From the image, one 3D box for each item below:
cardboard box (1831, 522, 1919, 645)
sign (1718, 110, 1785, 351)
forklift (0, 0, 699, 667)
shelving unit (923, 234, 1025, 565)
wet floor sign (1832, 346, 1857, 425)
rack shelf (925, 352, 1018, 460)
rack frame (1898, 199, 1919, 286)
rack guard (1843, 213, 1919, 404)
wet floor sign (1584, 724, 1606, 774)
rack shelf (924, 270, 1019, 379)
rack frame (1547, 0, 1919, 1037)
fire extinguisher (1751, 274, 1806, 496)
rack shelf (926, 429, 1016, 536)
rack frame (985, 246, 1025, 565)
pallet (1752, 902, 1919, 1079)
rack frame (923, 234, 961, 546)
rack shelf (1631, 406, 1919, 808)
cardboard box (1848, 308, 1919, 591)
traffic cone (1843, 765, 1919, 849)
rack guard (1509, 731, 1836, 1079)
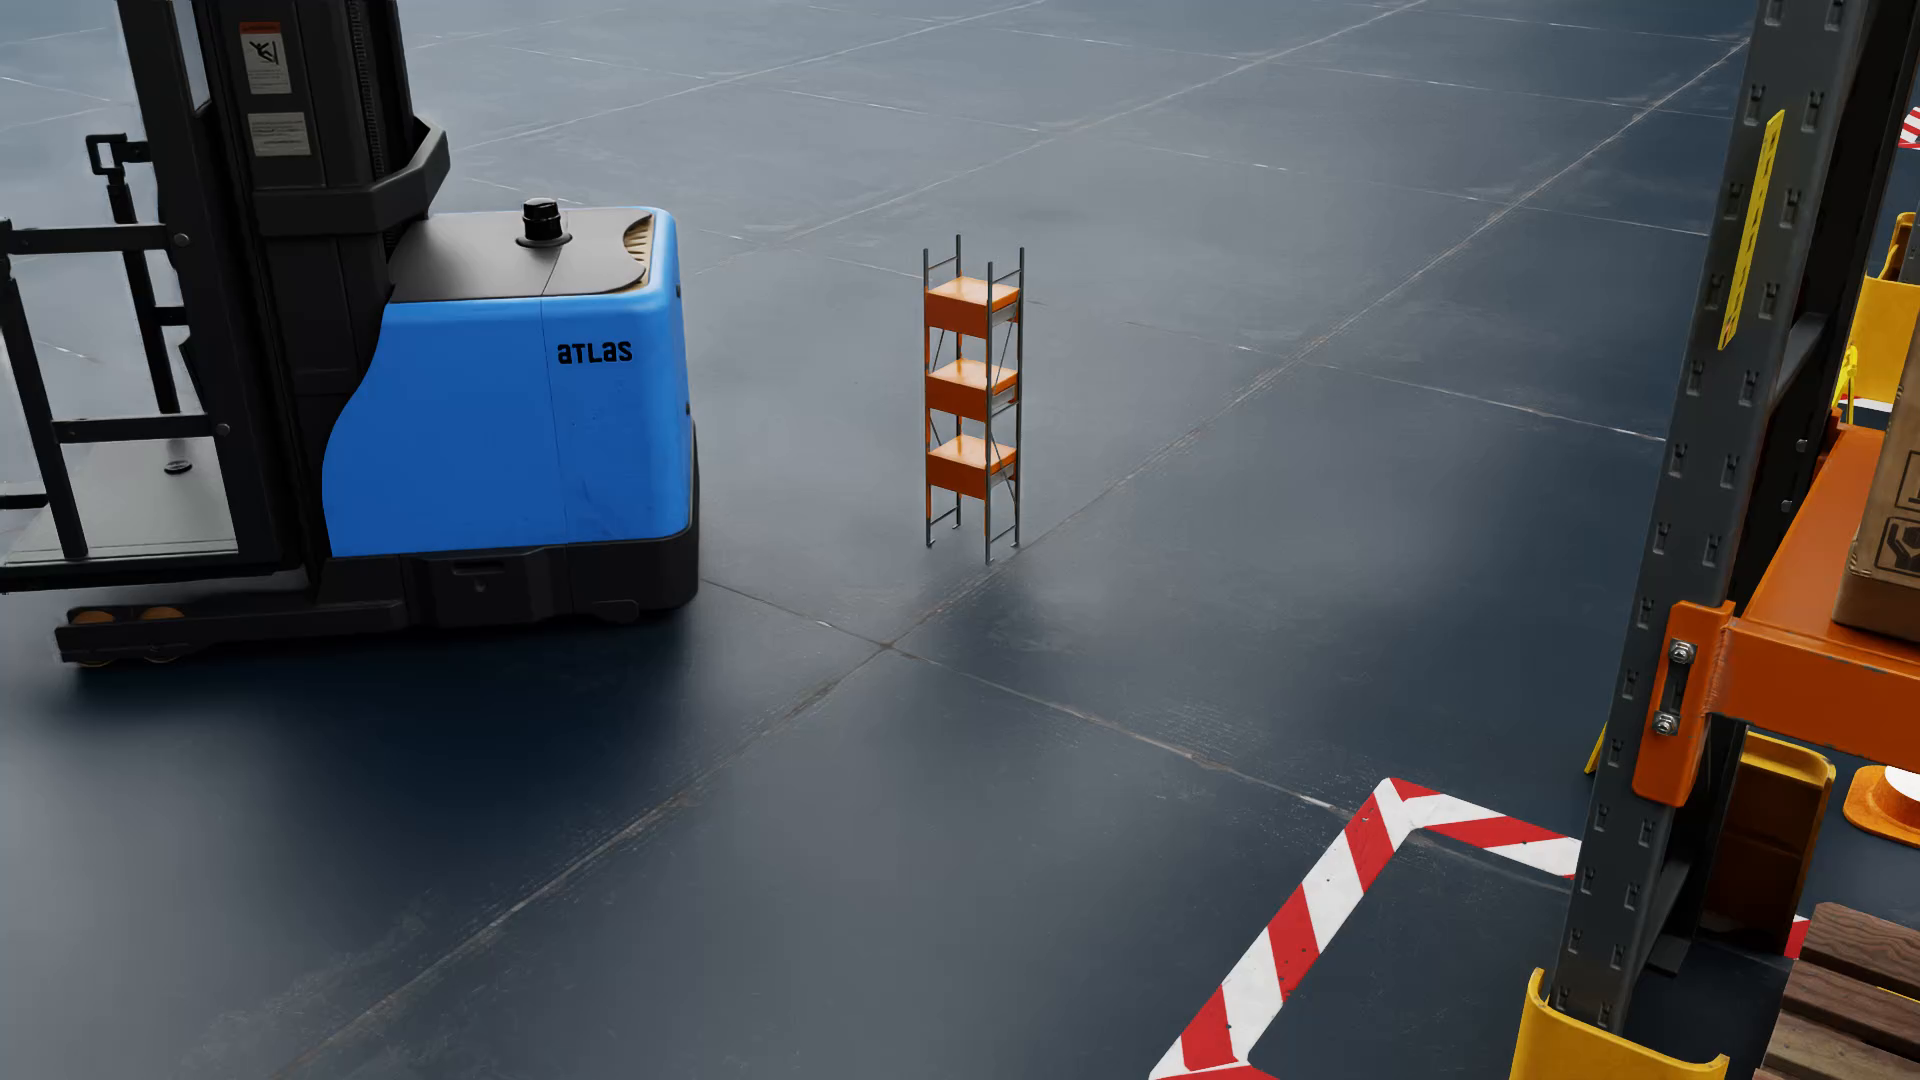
[{"bbox_3d":[1.583,0.026,2.668,0.250,0.149,0.380,17,32,31],"label":"cardboard box"},{"bbox_3d":[1.113,-0.433,2.340,0.005,0.325,0.100,17,32,30],"label":"sign"},{"bbox_3d":[-2.389,-1.179,4.835,3.031,2.935,1.130,-3,27,-7],"label":"forklift"},{"bbox_3d":[0.044,-0.454,5.485,0.252,1.050,0.215,17,32,30],"label":"shelving unit"},{"bbox_3d":[2.994,-0.345,5.716,0.232,0.644,0.267,12,29,22],"label":"wet floor sign"},{"bbox_3d":[0.044,-0.445,5.490,0.240,0.259,0.215,17,32,30],"label":"rack shelf"},{"bbox_3d":[4.139,-2.127,6.622,0.127,3.000,1.000,17,32,30],"label":"rack frame"},{"bbox_3d":[4.120,-1.019,7.201,0.348,0.500,1.175,17,32,30],"label":"rack guard"},{"bbox_3d":[1.869,0.350,4.350,0.267,0.644,0.232,-18,32,-31],"label":"wet floor sign"},{"bbox_3d":[0.044,-0.698,5.361,0.240,0.259,0.215,17,32,30],"label":"rack shelf"},{"bbox_3d":[1.420,-0.250,2.935,0.127,3.000,1.000,17,32,30],"label":"rack frame"},{"bbox_3d":[1.587,-0.417,3.348,0.183,0.674,0.296,17,32,30],"label":"fire extinguisher"},{"bbox_3d":[0.044,-0.197,5.616,0.240,0.259,0.215,17,32,30],"label":"rack shelf"},{"bbox_3d":[0.145,-0.423,5.423,0.008,1.050,0.200,17,32,30],"label":"rack frame"},{"bbox_3d":[2.132,1.234,3.093,1.213,0.211,1.003,17,32,30],"label":"pallet"},{"bbox_3d":[-0.056,-0.485,5.546,0.008,1.050,0.200,17,32,30],"label":"rack frame"},{"bbox_3d":[3.069,0.584,2.089,4.000,0.370,1.077,17,32,30],"label":"rack shelf"},{"bbox_3d":[1.654,-0.202,2.402,0.500,0.500,0.500,17,31,30],"label":"cardboard box"},{"bbox_3d":[2.505,0.508,4.241,0.334,0.463,0.336,17,32,30],"label":"traffic cone"},{"bbox_3d":[1.483,0.883,3.463,0.348,0.500,1.175,17,32,30],"label":"rack guard"}]
